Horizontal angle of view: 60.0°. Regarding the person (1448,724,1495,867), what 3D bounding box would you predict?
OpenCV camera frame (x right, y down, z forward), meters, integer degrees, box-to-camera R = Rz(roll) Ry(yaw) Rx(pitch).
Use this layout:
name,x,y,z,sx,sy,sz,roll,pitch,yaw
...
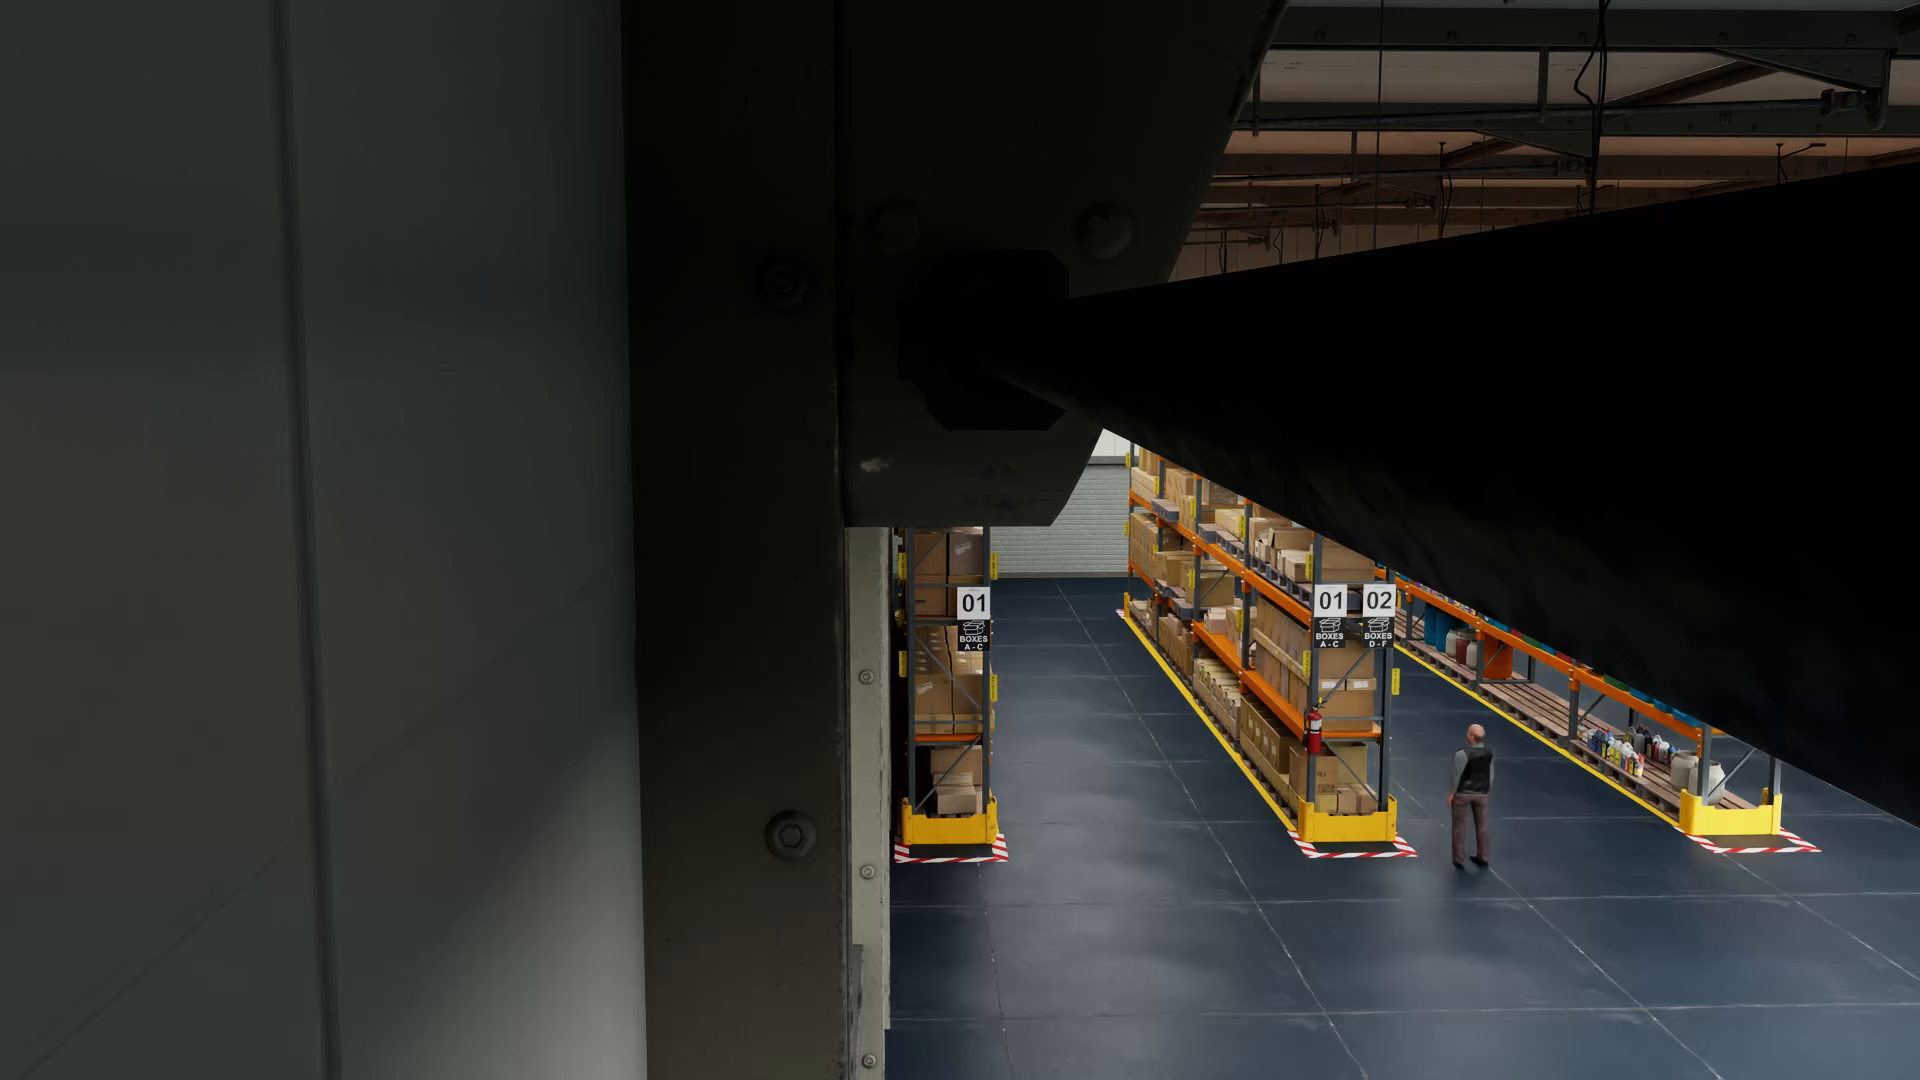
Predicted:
name,x,y,z,sx,sy,sz,roll,pitch,yaw
person,5.993,2.990,19.514,0.538,1.726,0.480,1,7,6
